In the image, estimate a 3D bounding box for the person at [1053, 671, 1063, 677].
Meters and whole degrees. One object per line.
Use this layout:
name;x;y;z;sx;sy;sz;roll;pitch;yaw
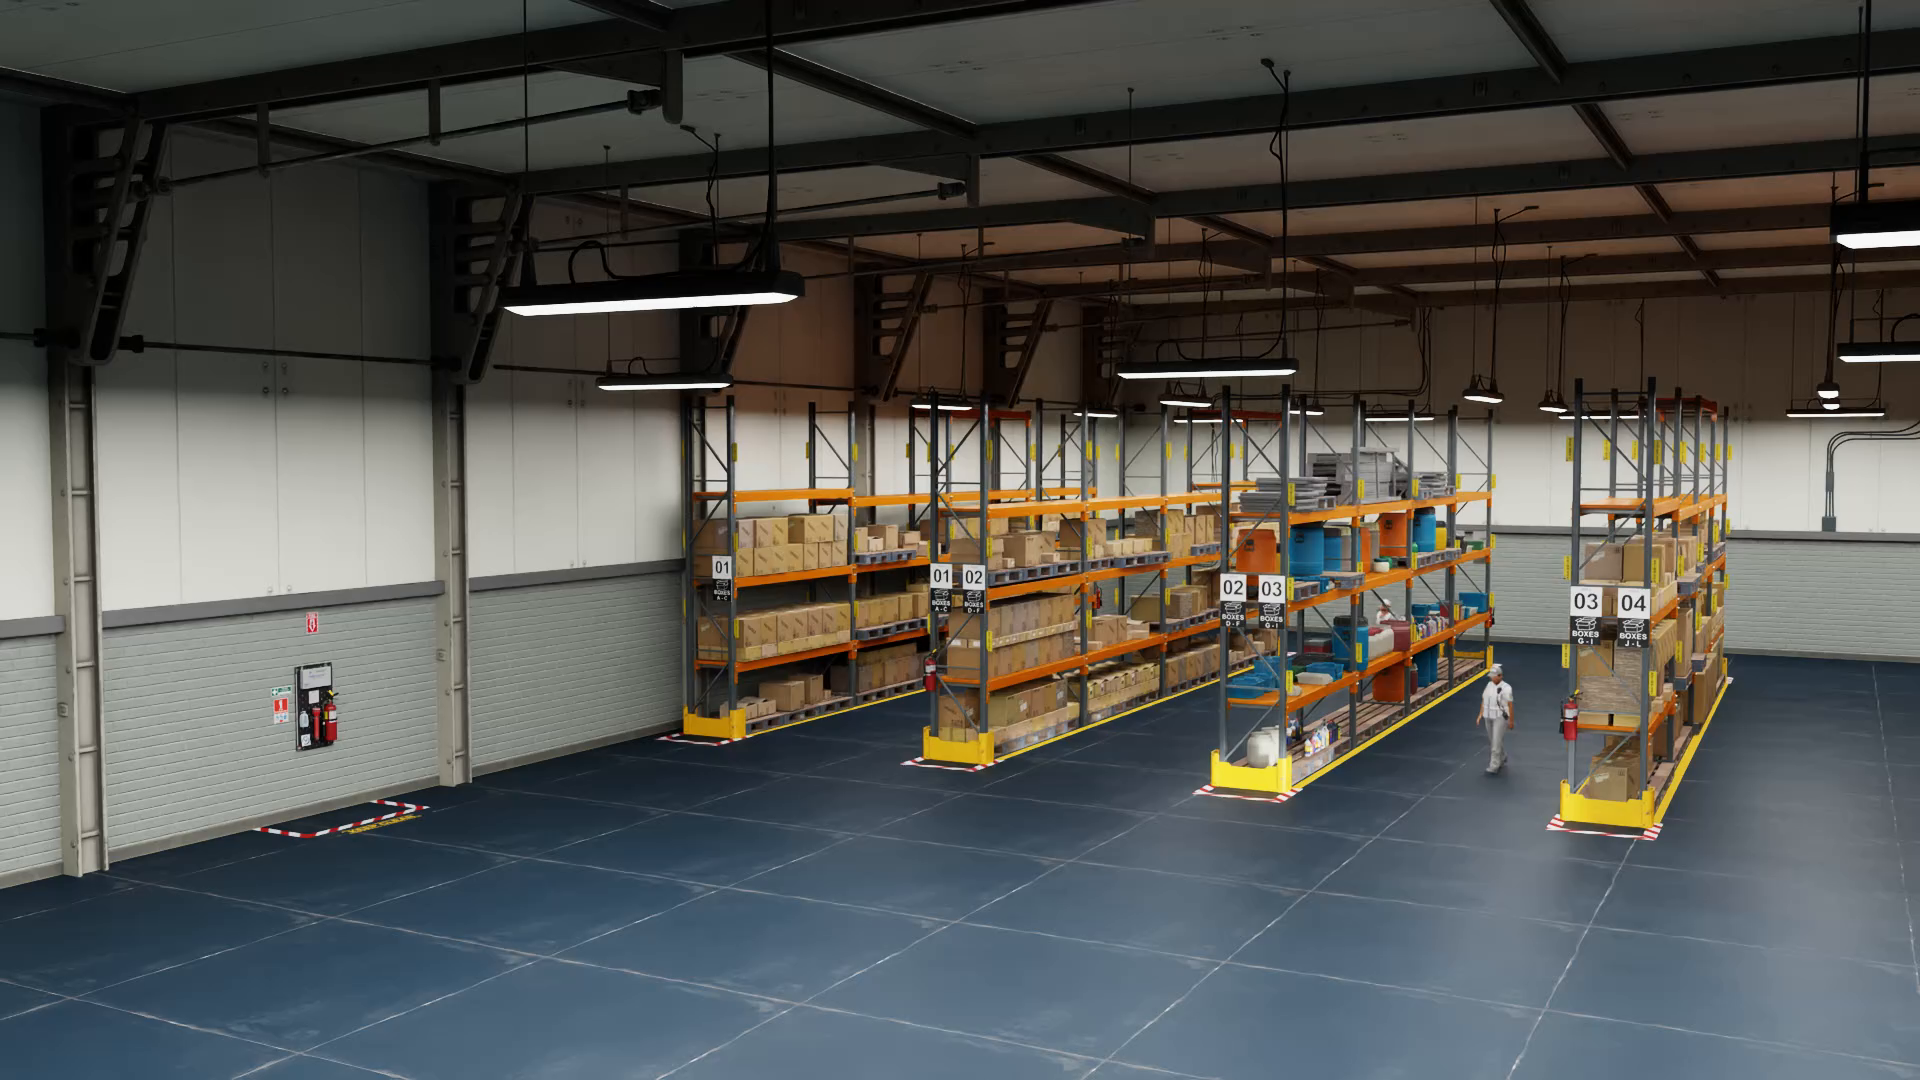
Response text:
person;1.826;2.311;34.205;0.615;1.771;0.572;2;4;38

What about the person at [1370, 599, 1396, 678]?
person;9.344;2.178;36.816;1.050;1.741;0.650;-2;4;-38

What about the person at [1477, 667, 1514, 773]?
person;8.441;2.813;26.158;0.824;1.643;0.532;-2;3;-28
